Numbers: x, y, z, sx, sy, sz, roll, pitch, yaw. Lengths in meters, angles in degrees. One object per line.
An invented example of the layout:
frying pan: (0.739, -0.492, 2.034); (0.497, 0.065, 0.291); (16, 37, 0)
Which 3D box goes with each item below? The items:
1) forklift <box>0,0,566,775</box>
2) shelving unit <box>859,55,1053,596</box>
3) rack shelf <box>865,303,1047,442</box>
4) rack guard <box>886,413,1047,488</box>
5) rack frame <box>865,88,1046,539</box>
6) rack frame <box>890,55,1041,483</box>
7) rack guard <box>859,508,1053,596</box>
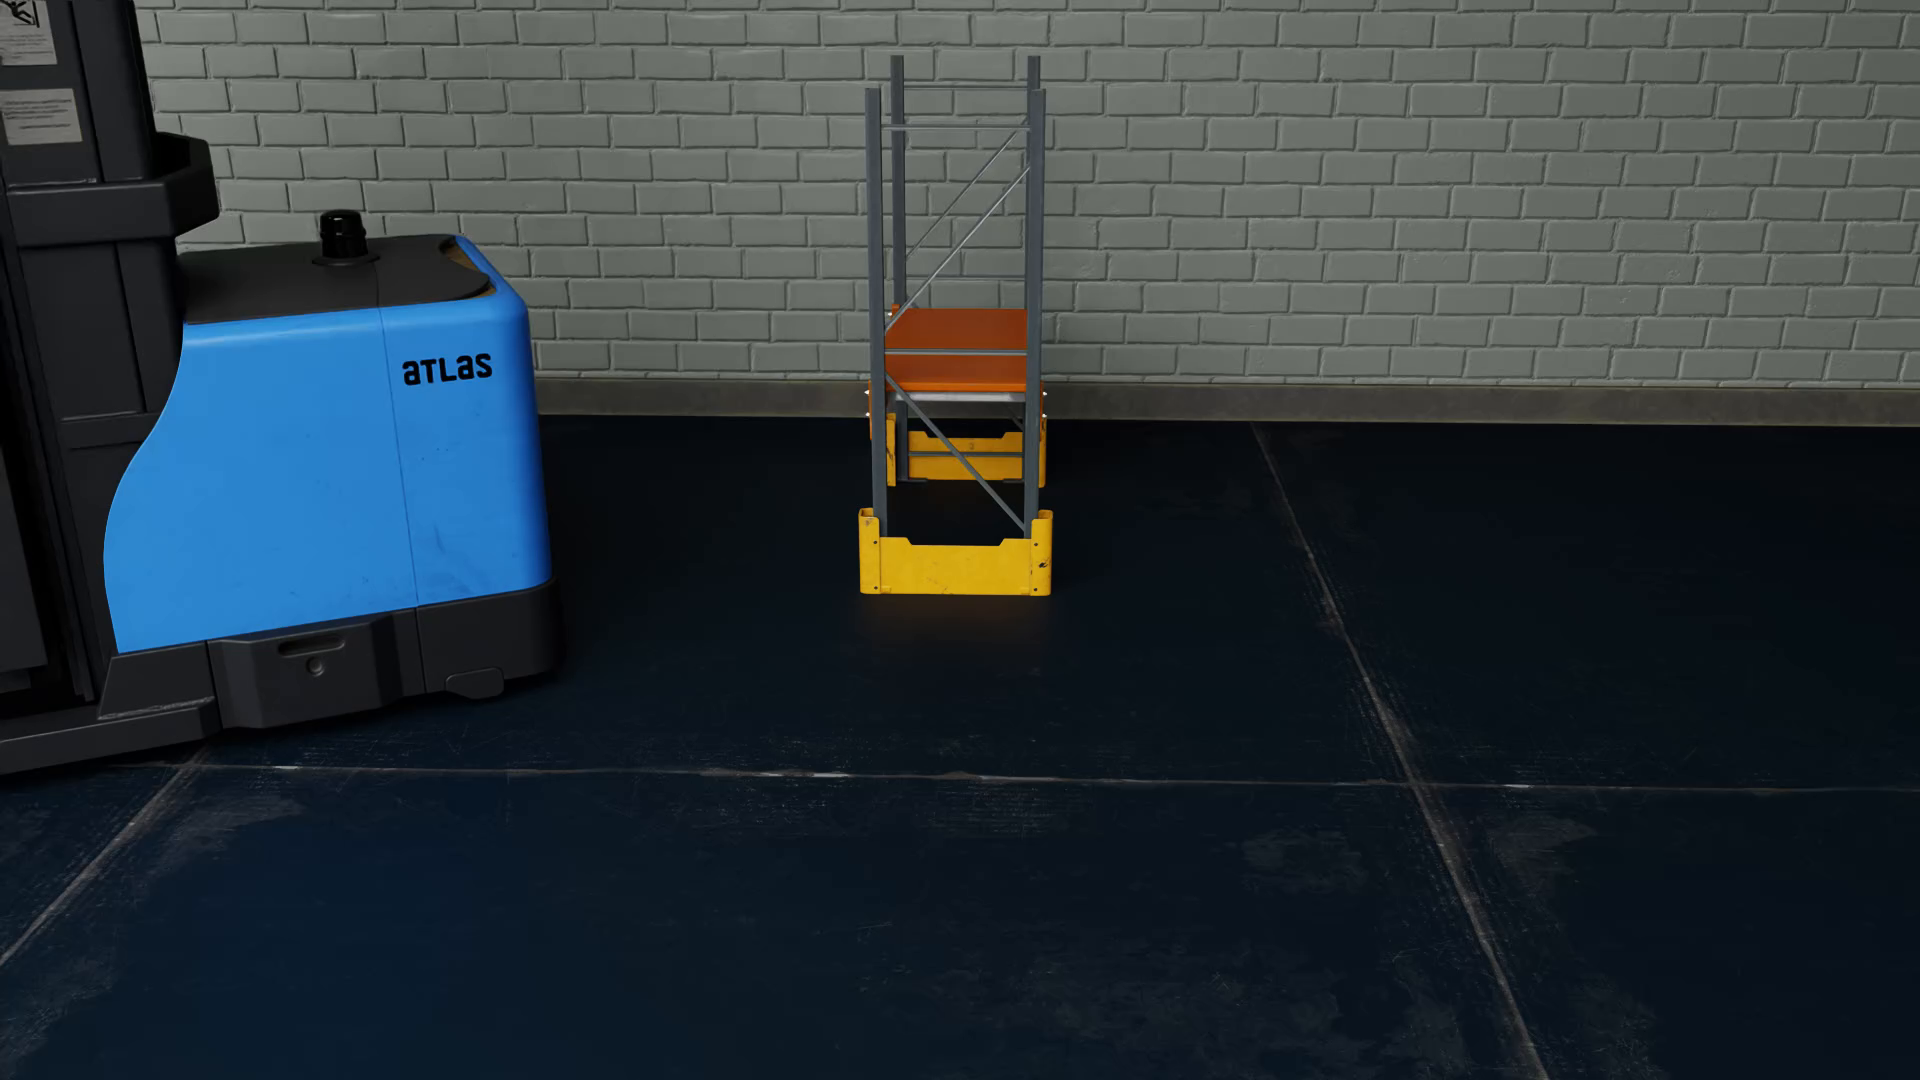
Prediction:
forklift: (-2.631, -0.906, 3.813); (3.031, 2.935, 1.130); (-9, 23, -22)
shelving unit: (0.002, -0.727, 5.329); (0.587, 1.500, 1.083); (1, 21, 2)
rack shelf: (0.003, -0.562, 5.402); (0.538, 0.185, 1.000); (1, 21, 2)
rack guard: (0.017, -0.324, 6.019); (0.587, 0.250, 0.087); (1, 21, 2)
rack frame: (-0.013, -0.546, 4.863); (0.500, 1.500, 0.032); (1, 21, 2)
rack frame: (0.018, -0.914, 5.811); (0.500, 1.500, 0.032); (1, 21, 2)
rack guard: (-0.013, 0.036, 5.091); (0.587, 0.250, 0.087); (1, 21, 2)
